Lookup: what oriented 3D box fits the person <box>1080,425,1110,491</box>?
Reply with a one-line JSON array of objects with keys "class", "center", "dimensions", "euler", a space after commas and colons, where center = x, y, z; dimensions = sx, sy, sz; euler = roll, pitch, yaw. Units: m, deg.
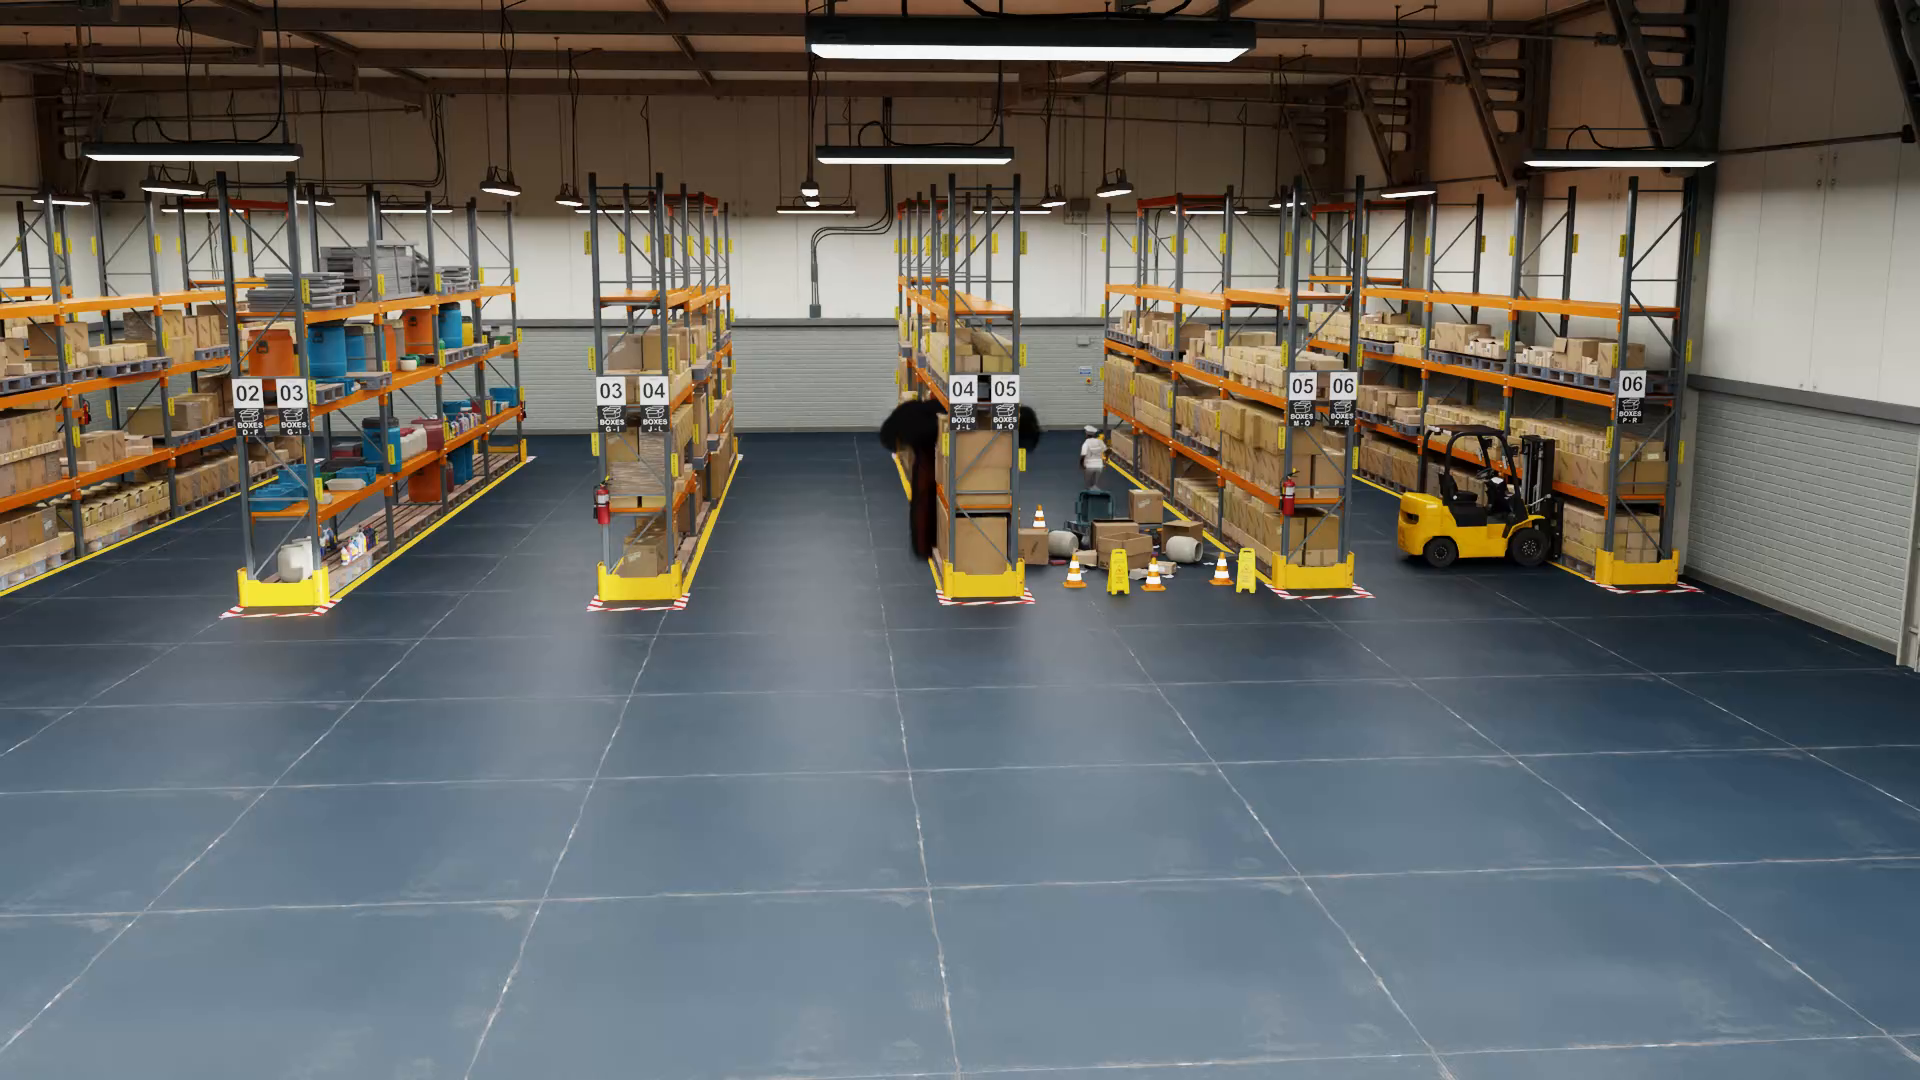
[{"class": "person", "center": [2.572, -1.354, 31.716], "dimensions": [0.632, 1.637, 0.540], "euler": [-5, 11, -25]}]
